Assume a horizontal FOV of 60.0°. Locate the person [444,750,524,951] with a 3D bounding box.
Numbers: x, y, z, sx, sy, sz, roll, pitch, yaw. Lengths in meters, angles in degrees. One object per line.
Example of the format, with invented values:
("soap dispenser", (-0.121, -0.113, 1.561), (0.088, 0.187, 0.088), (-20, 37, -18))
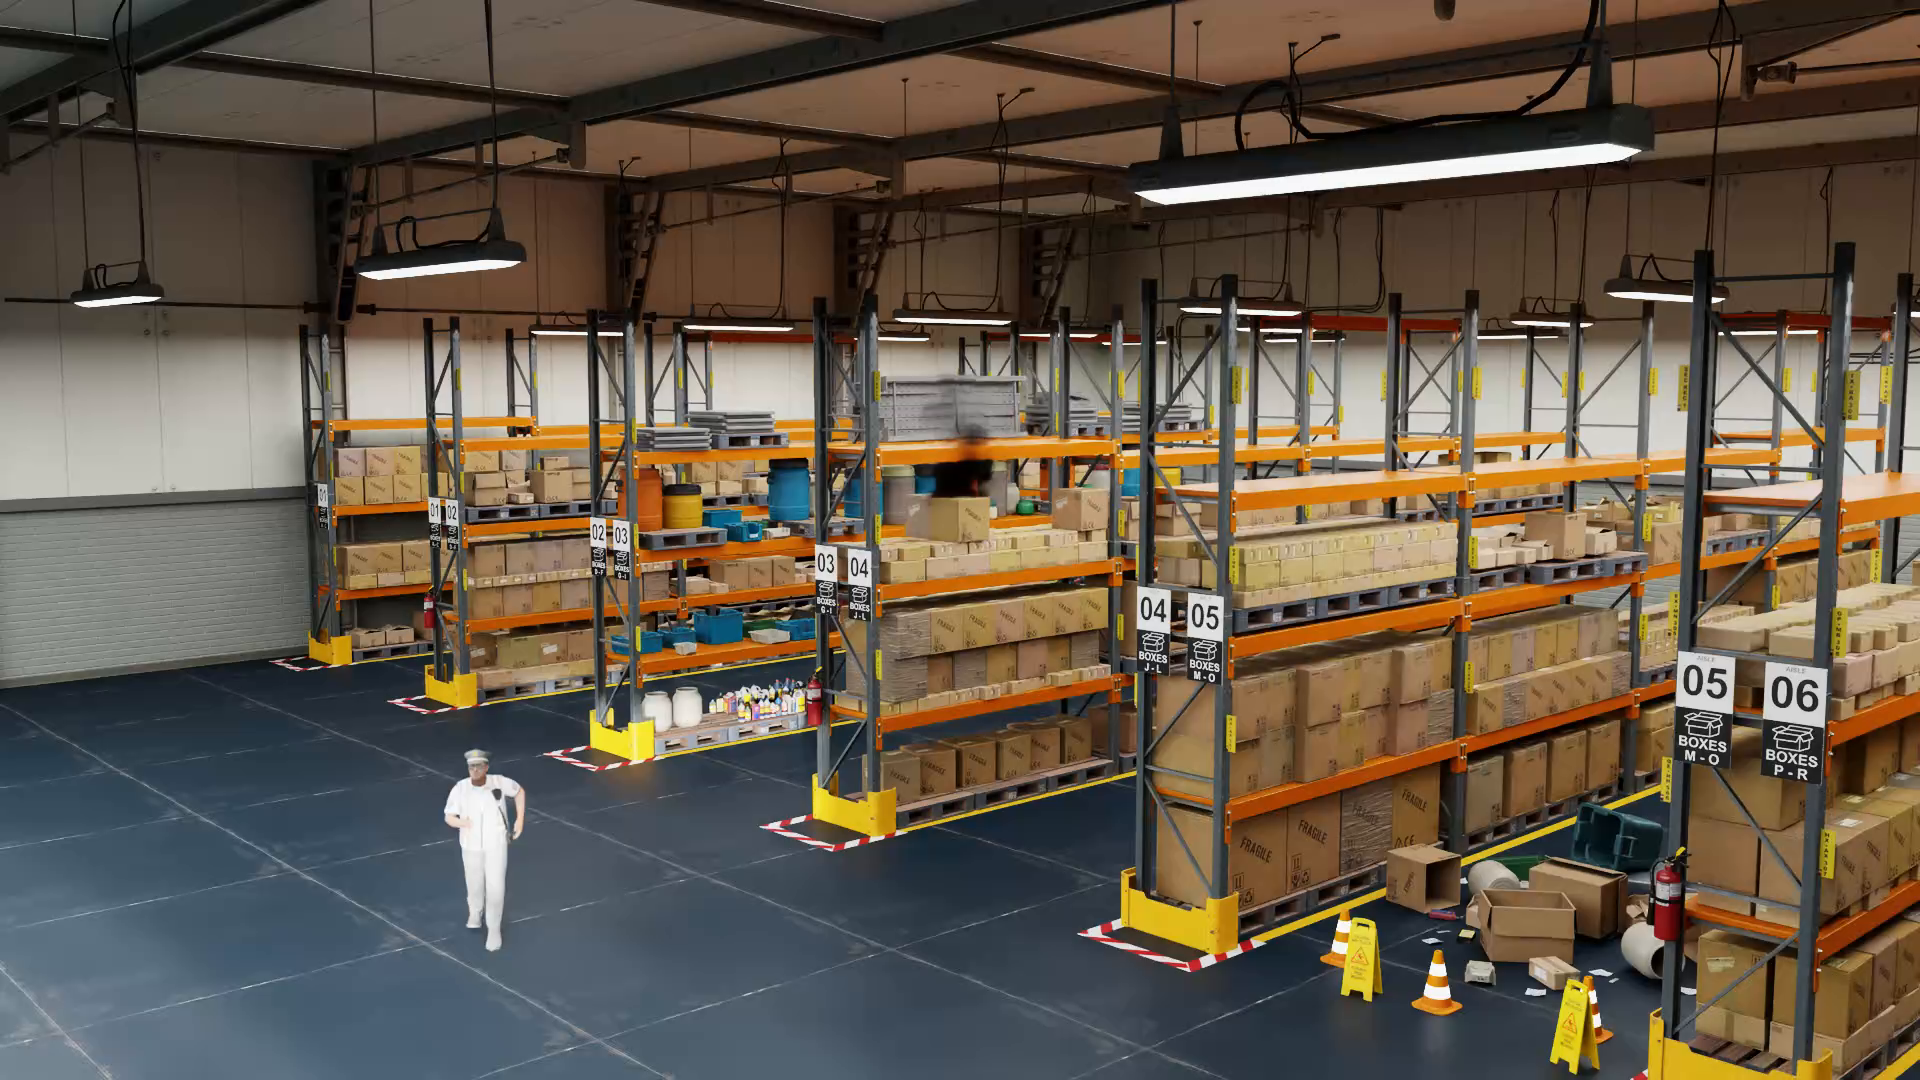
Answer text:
("person", (-4.303, 2.775, 15.079), (0.673, 1.828, 0.911), (-1, 6, -9))
